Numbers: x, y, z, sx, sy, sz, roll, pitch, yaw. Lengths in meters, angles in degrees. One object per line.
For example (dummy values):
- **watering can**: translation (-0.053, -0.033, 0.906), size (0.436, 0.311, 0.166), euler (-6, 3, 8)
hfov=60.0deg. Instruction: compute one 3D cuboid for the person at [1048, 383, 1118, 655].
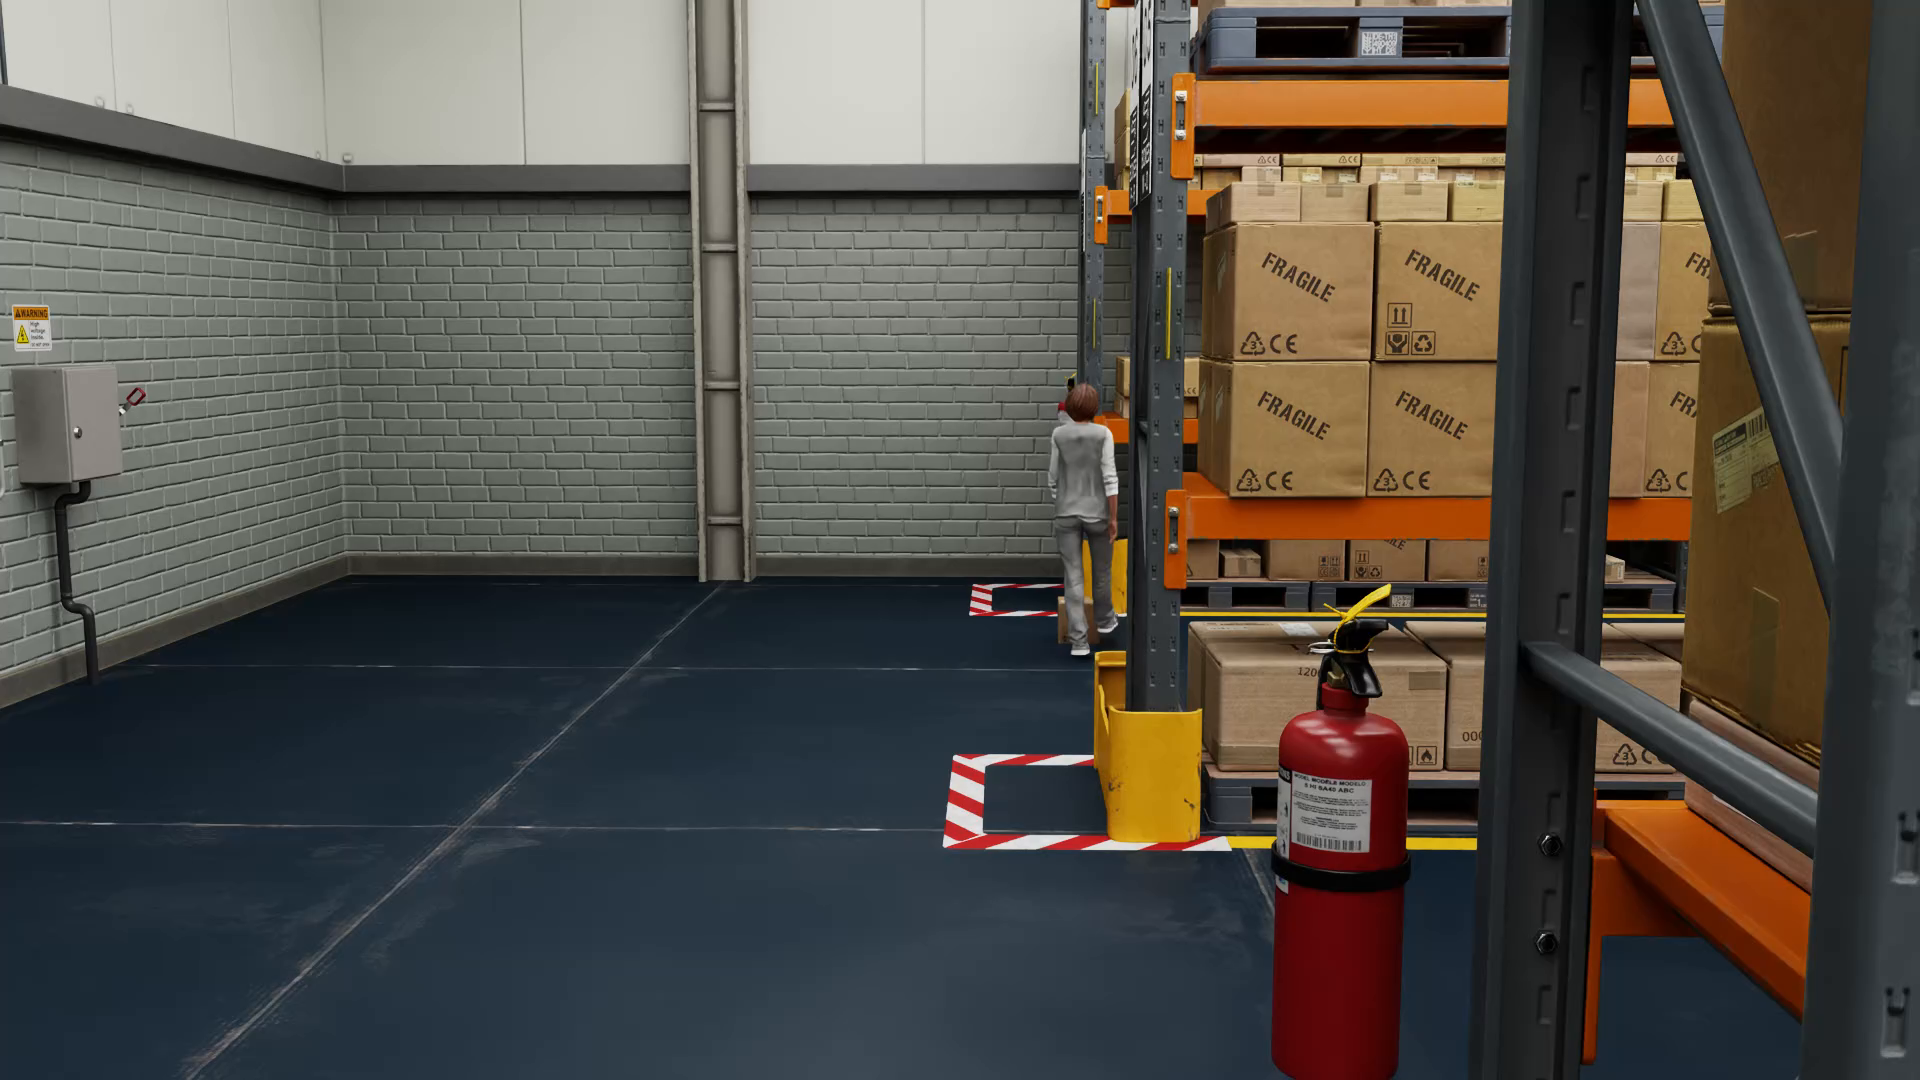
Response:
- **person**: translation (0.727, -0.140, 9.806), size (0.417, 1.564, 0.860), euler (1, 8, 7)
